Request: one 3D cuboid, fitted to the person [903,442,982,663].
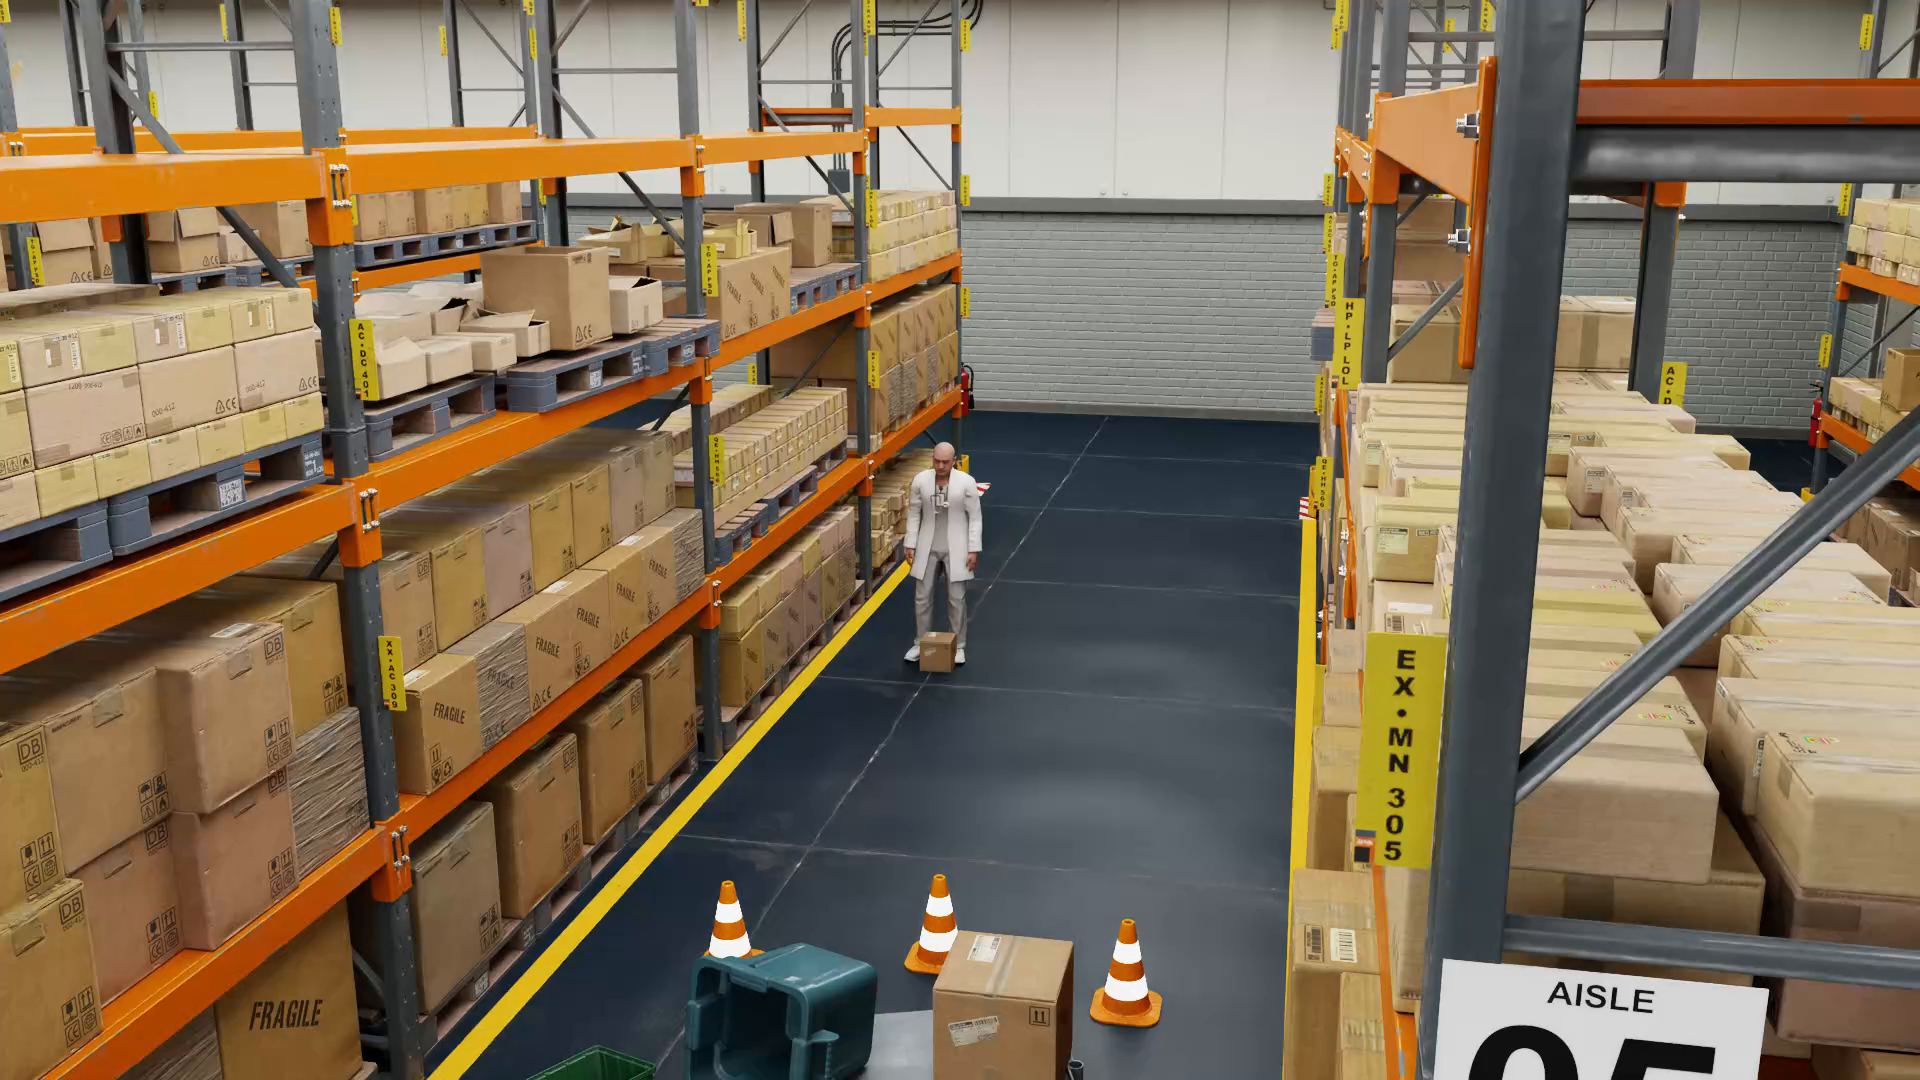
[{"bbox_3d":[-0.140,0.087,13.202,0.640,1.773,0.426,3,15,11],"label":"person"}]
